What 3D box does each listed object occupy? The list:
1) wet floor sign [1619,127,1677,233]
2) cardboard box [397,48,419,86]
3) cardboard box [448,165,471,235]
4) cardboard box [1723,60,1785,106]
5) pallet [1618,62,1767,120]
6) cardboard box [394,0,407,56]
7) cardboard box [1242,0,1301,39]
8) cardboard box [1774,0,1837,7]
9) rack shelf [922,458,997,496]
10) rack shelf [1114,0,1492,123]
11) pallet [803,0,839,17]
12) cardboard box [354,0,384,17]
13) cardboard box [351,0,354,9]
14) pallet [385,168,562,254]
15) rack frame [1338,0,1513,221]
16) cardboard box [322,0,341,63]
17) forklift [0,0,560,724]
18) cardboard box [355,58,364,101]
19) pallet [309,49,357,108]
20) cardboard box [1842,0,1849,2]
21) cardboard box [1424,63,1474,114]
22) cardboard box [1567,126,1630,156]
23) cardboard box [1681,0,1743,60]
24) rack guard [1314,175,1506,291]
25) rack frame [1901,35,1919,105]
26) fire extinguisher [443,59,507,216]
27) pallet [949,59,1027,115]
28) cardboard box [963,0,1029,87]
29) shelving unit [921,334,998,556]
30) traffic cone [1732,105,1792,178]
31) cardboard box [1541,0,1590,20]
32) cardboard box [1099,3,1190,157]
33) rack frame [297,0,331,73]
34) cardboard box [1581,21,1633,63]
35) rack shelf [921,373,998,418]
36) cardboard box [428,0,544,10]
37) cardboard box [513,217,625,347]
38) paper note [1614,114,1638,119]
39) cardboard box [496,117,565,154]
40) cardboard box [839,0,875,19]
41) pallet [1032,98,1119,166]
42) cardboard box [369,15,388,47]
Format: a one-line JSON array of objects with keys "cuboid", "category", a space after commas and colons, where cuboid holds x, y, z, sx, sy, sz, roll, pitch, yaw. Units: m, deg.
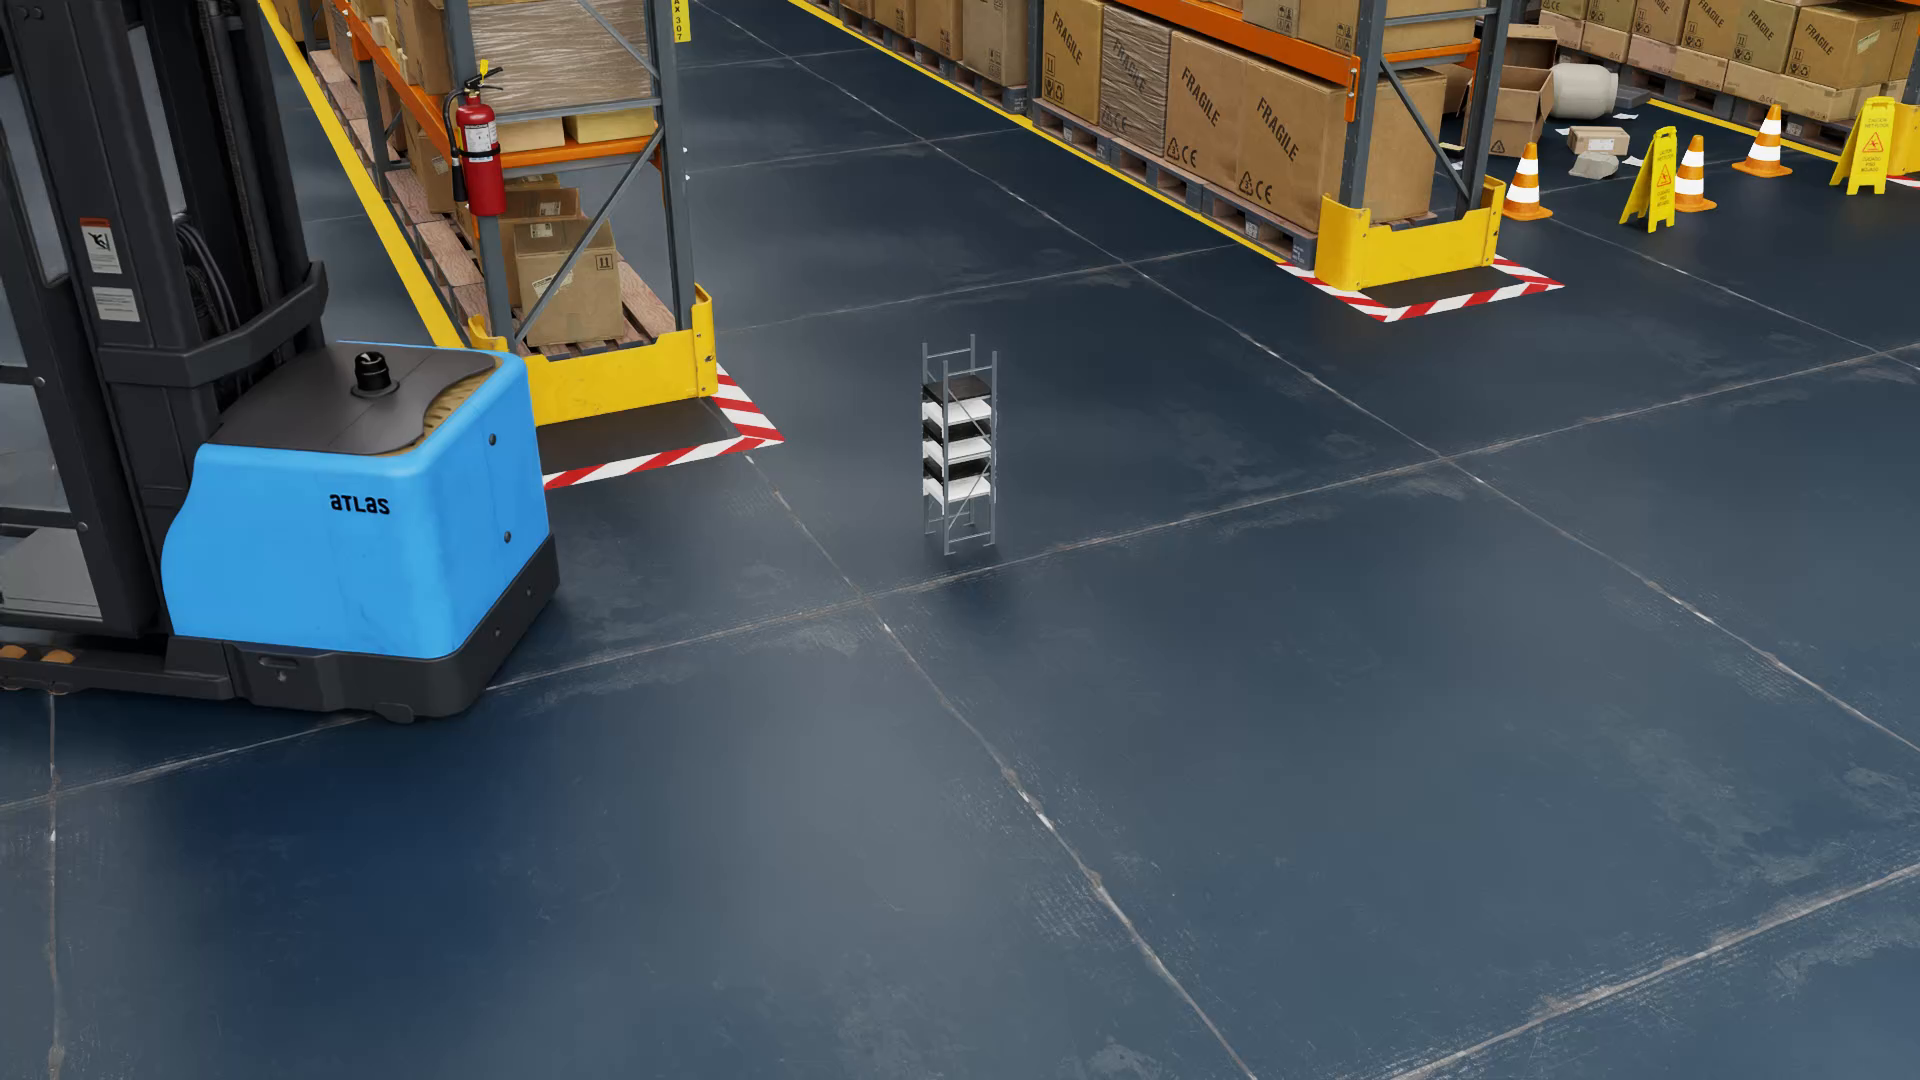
[{"cuboid": [4.522, -2.361, 10.800, 0.267, 0.644, 0.232, -19, 35, -30], "category": "wet floor sign"}, {"cuboid": [-2.849, -2.601, 9.079, 0.380, 0.149, 0.250, -13, 32, -22], "category": "cardboard box"}, {"cuboid": [-2.793, -2.154, 10.150, 0.500, 0.500, 0.500, -16, 33, -26], "category": "cardboard box"}, {"cuboid": [6.343, -3.584, 12.956, 0.500, 0.250, 0.500, -13, 32, -22], "category": "cardboard box"}, {"cuboid": [6.279, -3.790, 13.794, 1.003, 0.211, 1.213, -13, 32, -22], "category": "pallet"}, {"cuboid": [-2.512, -2.836, 8.834, 0.875, 0.500, 0.500, -13, 32, -22], "category": "cardboard box"}, {"cuboid": [2.265, -3.443, 10.170, 0.875, 0.550, 0.550, -13, 32, -22], "category": "cardboard box"}, {"cuboid": [6.351, -4.110, 12.464, 0.380, 0.149, 0.250, -12, 31, -21], "category": "cardboard box"}, {"cuboid": [-0.003, -0.289, 7.097, 0.258, 0.077, 0.200, -13, 32, -22], "category": "rack shelf"}, {"cuboid": [1.863, -3.554, 11.257, 1.077, 0.370, 4.000, -13, 32, -22], "category": "rack shelf"}, {"cuboid": [-1.047, -5.648, 17.106, 1.003, 0.211, 1.213, -13, 32, -22], "category": "pallet"}, {"cuboid": [-3.199, -3.488, 9.997, 0.875, 0.500, 0.500, -13, 32, -22], "category": "cardboard box"}, {"cuboid": [-3.698, -3.487, 10.659, 0.380, 0.149, 0.250, -13, 32, -22], "category": "cardboard box"}, {"cuboid": [-3.199, -2.249, 11.046, 1.003, 0.211, 1.213, -13, 32, -22], "category": "pallet"}, {"cuboid": [2.721, -2.985, 9.506, 1.000, 3.000, 0.127, -13, 32, -22], "category": "rack frame"}, {"cuboid": [-4.930, -4.332, 14.014, 0.700, 0.500, 0.500, -15, 33, -25], "category": "cardboard box"}, {"cuboid": [-3.196, -0.947, 5.943, 3.031, 2.935, 1.130, 5, 30, 8], "category": "forklift"}, {"cuboid": [-4.191, -3.594, 12.698, 0.700, 0.500, 0.500, -16, 33, -26], "category": "cardboard box"}, {"cuboid": [-4.902, -3.960, 14.096, 1.003, 0.211, 1.213, -13, 32, -22], "category": "pallet"}, {"cuboid": [6.813, -4.035, 12.993, 0.500, 0.500, 0.500, -14, 32, -24], "category": "cardboard box"}, {"cuboid": [3.699, -3.695, 13.186, 0.797, 0.637, 0.503, -13, 32, -22], "category": "cardboard box"}, {"cuboid": [4.762, -2.980, 12.412, 0.380, 0.149, 0.250, 2, 29, 4], "category": "cardboard box"}, {"cuboid": [6.132, -4.133, 13.169, 0.500, 0.500, 0.500, -14, 32, -23], "category": "cardboard box"}, {"cuboid": [2.732, -1.884, 10.098, 1.175, 0.500, 0.348, -13, 32, -22], "category": "rack guard"}, {"cuboid": [7.149, -4.069, 11.439, 1.000, 3.000, 0.127, -13, 32, -22], "category": "rack frame"}, {"cuboid": [-2.169, -1.807, 7.485, 0.296, 0.674, 0.183, -13, 32, -22], "category": "fire extinguisher"}, {"cuboid": [0.605, -3.860, 13.919, 1.003, 0.211, 1.213, -13, 32, -22], "category": "pallet"}, {"cuboid": [0.657, -4.209, 13.560, 1.050, 0.750, 0.750, -13, 32, -22], "category": "cardboard box"}, {"cuboid": [-0.003, -0.396, 7.036, 0.258, 0.900, 0.210, -13, 32, -22], "category": "shelving unit"}, {"cuboid": [5.799, -2.881, 11.915, 0.336, 0.463, 0.334, -13, 32, -22], "category": "traffic cone"}, {"cuboid": [5.441, -4.829, 14.411, 0.500, 0.500, 0.500, -12, 31, -20], "category": "cardboard box"}, {"cuboid": [1.601, -3.318, 11.844, 0.875, 0.875, 0.875, -13, 32, -22], "category": "cardboard box"}, {"cuboid": [-5.236, -5.522, 14.030, 1.000, 3.000, 0.127, -13, 32, -22], "category": "rack frame"}, {"cuboid": [5.680, -4.269, 14.178, 0.500, 0.250, 0.500, -11, 31, -19], "category": "cardboard box"}, {"cuboid": [-0.003, -0.603, 6.921, 0.258, 0.077, 0.200, -13, 32, -22], "category": "rack shelf"}, {"cuboid": [-2.261, -2.788, 7.727, 0.500, 0.500, 0.500, -13, 32, -22], "category": "cardboard box"}, {"cuboid": [-2.055, -1.360, 8.735, 0.500, 0.500, 0.500, -7, 30, -13], "category": "cardboard box"}, {"cuboid": [5.304, -3.379, 13.245, 0.148, 0.019, 0.142, 26, 38, 38], "category": "paper note"}, {"cuboid": [-2.110, -1.961, 7.937, 0.380, 0.149, 0.250, -13, 32, -22], "category": "cardboard box"}, {"cuboid": [-0.533, -5.433, 15.742, 1.050, 0.750, 0.750, -14, 32, -23], "category": "cardboard box"}, {"cuboid": [1.260, -3.183, 12.711, 1.003, 0.211, 1.213, -13, 32, -22], "category": "pallet"}, {"cuboid": [-3.284, -3.042, 9.865, 0.380, 0.149, 0.250, -13, 32, -22], "category": "cardboard box"}]
